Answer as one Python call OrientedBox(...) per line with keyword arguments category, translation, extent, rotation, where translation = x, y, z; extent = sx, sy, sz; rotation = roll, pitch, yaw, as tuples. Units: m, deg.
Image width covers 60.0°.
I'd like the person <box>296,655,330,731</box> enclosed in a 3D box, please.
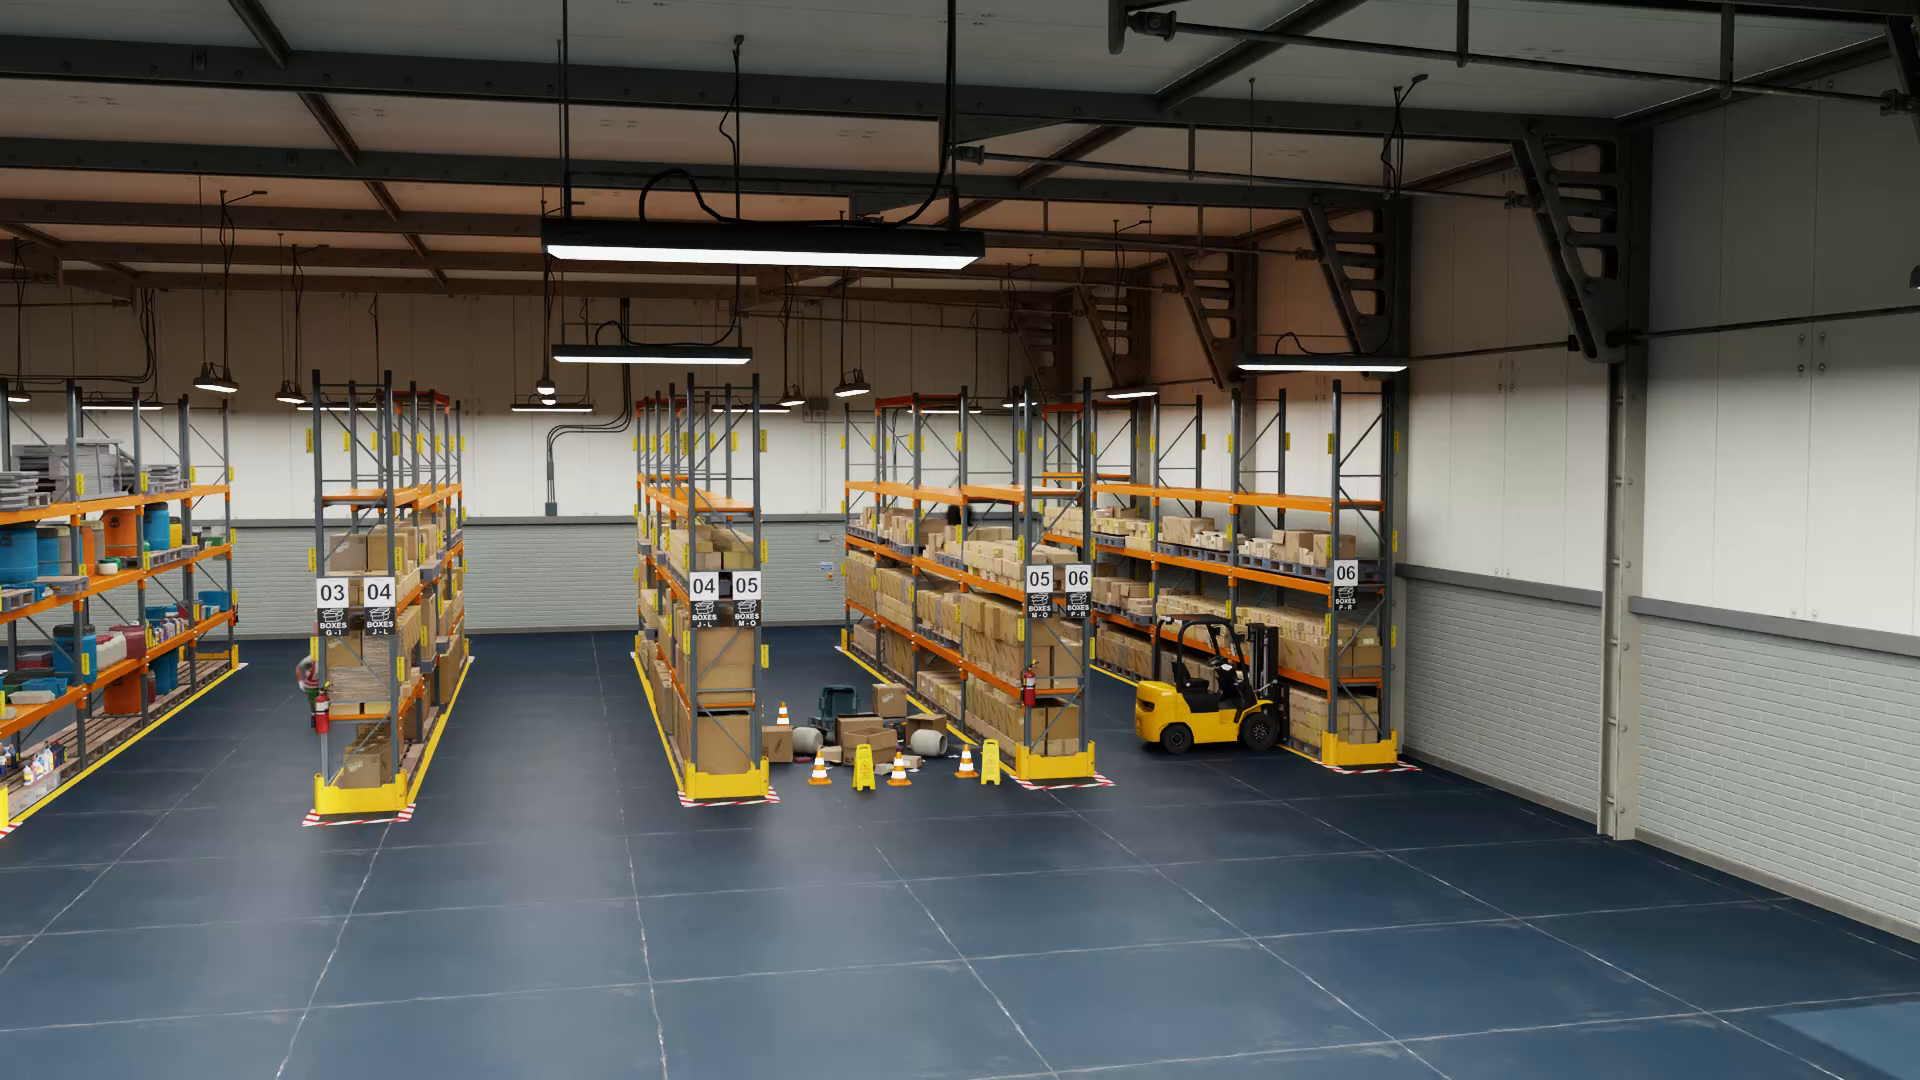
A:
OrientedBox(category="person", translation=(-11.181, 2.552, 28.884), extent=(0.674, 1.582, 0.992), rotation=(-2, 4, -32))
